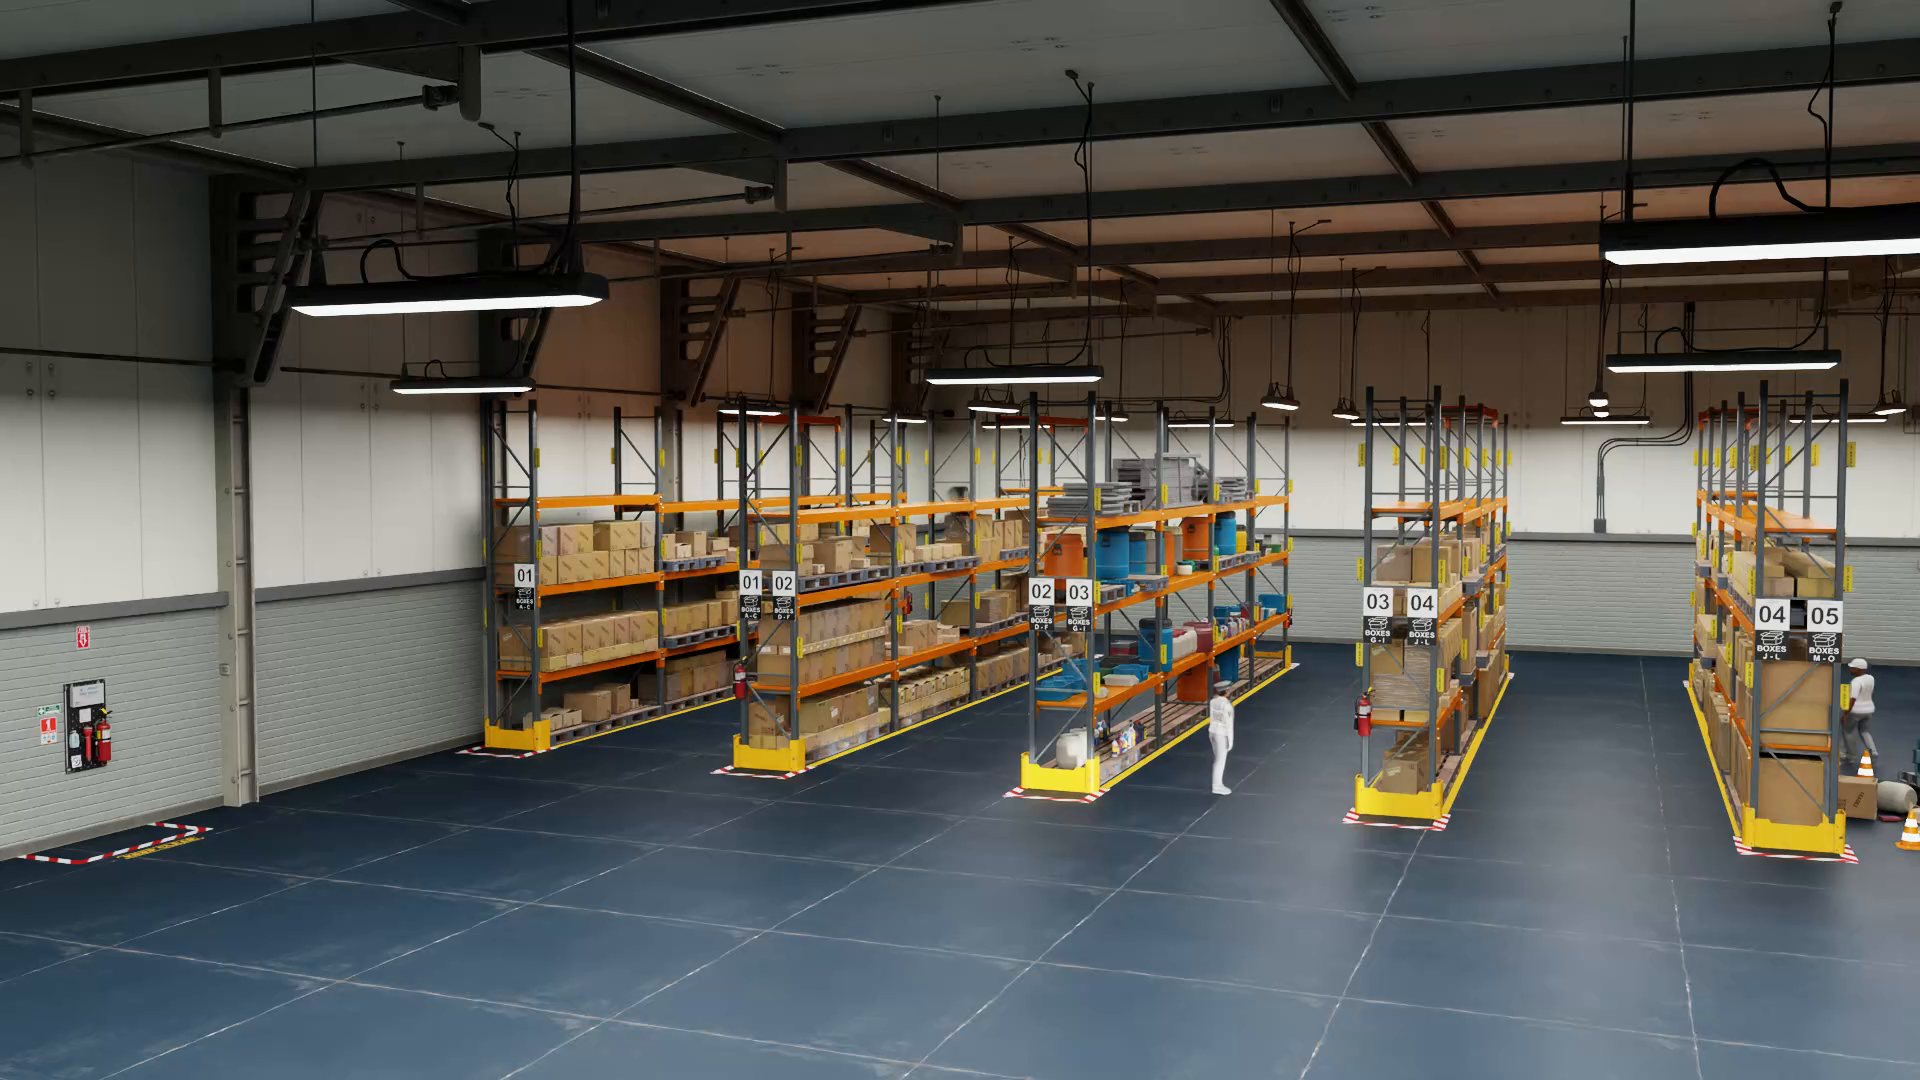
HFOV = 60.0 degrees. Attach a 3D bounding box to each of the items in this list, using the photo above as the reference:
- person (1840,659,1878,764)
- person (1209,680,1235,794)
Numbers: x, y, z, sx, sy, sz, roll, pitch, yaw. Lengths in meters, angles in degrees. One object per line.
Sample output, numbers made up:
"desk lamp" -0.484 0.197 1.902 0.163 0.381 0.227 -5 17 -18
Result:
"person" 14.685 2.805 27.242 0.624 1.734 0.654 -1 3 -13
"person" 3.931 2.945 24.780 0.412 1.702 0.515 -1 3 -22
